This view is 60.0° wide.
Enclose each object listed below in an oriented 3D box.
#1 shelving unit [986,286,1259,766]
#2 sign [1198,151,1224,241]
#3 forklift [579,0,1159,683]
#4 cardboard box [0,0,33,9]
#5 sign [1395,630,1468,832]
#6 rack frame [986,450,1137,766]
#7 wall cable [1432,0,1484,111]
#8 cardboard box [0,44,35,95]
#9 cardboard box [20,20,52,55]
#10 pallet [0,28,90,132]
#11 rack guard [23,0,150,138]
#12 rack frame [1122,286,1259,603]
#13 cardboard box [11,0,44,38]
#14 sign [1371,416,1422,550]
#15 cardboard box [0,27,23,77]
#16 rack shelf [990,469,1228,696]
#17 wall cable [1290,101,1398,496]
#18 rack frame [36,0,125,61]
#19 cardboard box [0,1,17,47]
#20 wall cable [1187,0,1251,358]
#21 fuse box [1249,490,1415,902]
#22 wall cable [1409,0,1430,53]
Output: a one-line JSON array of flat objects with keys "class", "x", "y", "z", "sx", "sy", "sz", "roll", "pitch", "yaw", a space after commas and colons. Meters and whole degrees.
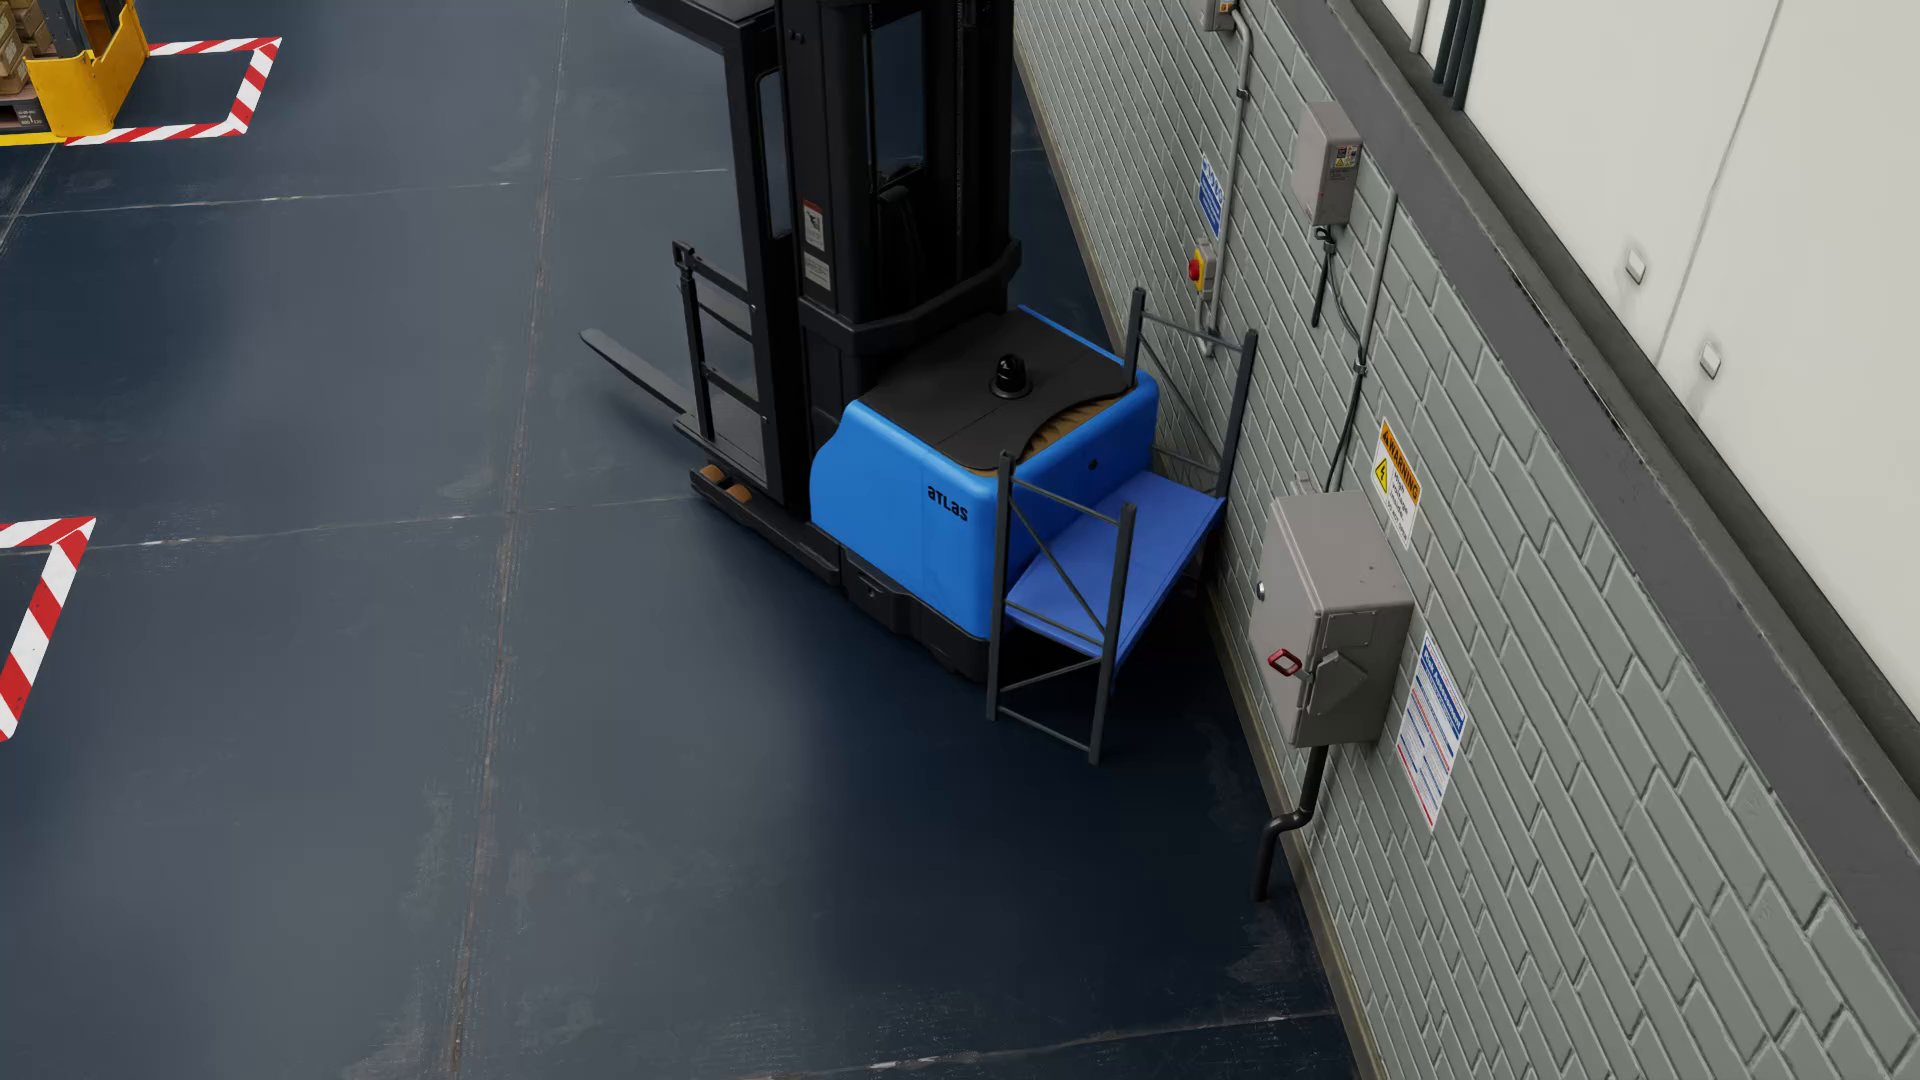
[{"class": "shelving unit", "x": 0.596, "y": -0.015, "z": 6.359, "sx": 0.538, "sy": 1.500, "sz": 1.048, "roll": 24, "pitch": 51, "yaw": 19}, {"class": "sign", "x": 0.982, "y": -1.349, "z": 6.516, "sx": 0.001, "sy": 0.218, "sz": 0.327, "roll": -5, "pitch": 42, "yaw": -6}, {"class": "forklift", "x": -0.590, "y": -1.394, "z": 6.818, "sx": 1.130, "sy": 2.935, "sz": 3.031, "roll": -34, "pitch": 52, "yaw": -32}, {"class": "cardboard box", "x": -5.966, "y": -3.484, "z": 10.454, "sx": 0.250, "sy": 0.149, "sz": 0.380, "roll": -7, "pitch": 42, "yaw": -7}, {"class": "sign", "x": 1.325, "y": 0.541, "z": 4.692, "sx": 0.001, "sy": 0.494, "sz": 0.329, "roll": -5, "pitch": 42, "yaw": -6}, {"class": "rack frame", "x": 0.341, "y": 0.306, "z": 6.059, "sx": 0.500, "sy": 1.500, "sz": 0.032, "roll": 24, "pitch": 51, "yaw": 19}, {"class": "wall cable", "x": 1.362, "y": -1.276, "z": 2.129, "sx": 0.133, "sy": 3.039, "sz": 2.988, "roll": -5, "pitch": 42, "yaw": -6}, {"class": "cardboard box", "x": -5.897, "y": -2.898, "z": 10.250, "sx": 0.250, "sy": 0.149, "sz": 0.380, "roll": -4, "pitch": 42, "yaw": -5}, {"class": "cardboard box", "x": -5.964, "y": -3.250, "z": 10.639, "sx": 0.250, "sy": 0.149, "sz": 0.380, "roll": -4, "pitch": 42, "yaw": -5}, {"class": "pallet", "x": -6.288, "y": -2.896, "z": 10.514, "sx": 1.213, "sy": 0.211, "sz": 1.003, "roll": -5, "pitch": 42, "yaw": -6}, {"class": "rack guard", "x": -5.478, "y": -3.050, "z": 10.470, "sx": 0.348, "sy": 0.500, "sz": 1.175, "roll": -5, "pitch": 42, "yaw": -6}, {"class": "rack frame", "x": 0.851, "y": -0.337, "z": 6.659, "sx": 0.500, "sy": 1.500, "sz": 0.032, "roll": 24, "pitch": 51, "yaw": 19}, {"class": "cardboard box", "x": -5.955, "y": -3.318, "z": 10.493, "sx": 0.250, "sy": 0.149, "sz": 0.380, "roll": -3, "pitch": 42, "yaw": -4}, {"class": "sign", "x": 1.253, "y": -0.165, "z": 4.788, "sx": 0.001, "sy": 0.242, "sz": 0.339, "roll": -5, "pitch": 42, "yaw": -6}, {"class": "cardboard box", "x": -5.889, "y": -2.958, "z": 10.093, "sx": 0.250, "sy": 0.149, "sz": 0.380, "roll": -6, "pitch": 42, "yaw": -7}, {"class": "rack shelf", "x": 0.593, "y": 0.106, "z": 6.492, "sx": 0.538, "sy": 0.185, "sz": 1.000, "roll": 24, "pitch": 51, "yaw": 19}, {"class": "wall cable", "x": 1.123, "y": -0.648, "z": 5.181, "sx": 0.122, "sy": 1.984, "sz": 0.588, "roll": -5, "pitch": 42, "yaw": -6}, {"class": "rack frame", "x": -5.402, "y": -3.985, "z": 9.640, "sx": 0.127, "sy": 3.000, "sz": 1.000, "roll": -5, "pitch": 42, "yaw": -6}, {"class": "cardboard box", "x": -5.895, "y": -3.089, "z": 10.017, "sx": 0.250, "sy": 0.149, "sz": 0.380, "roll": -5, "pitch": 42, "yaw": -5}, {"class": "wall cable", "x": 0.928, "y": -1.601, "z": 6.214, "sx": 0.123, "sy": 1.953, "sz": 0.585, "roll": -5, "pitch": 42, "yaw": -6}, {"class": "fuse box", "x": 1.055, "y": 0.674, "z": 5.436, "sx": 0.414, "sy": 1.711, "sz": 0.539, "roll": -5, "pitch": 42, "yaw": -6}, {"class": "wall cable", "x": 1.038, "y": -3.116, "z": 4.196, "sx": 0.029, "sy": 3.000, "sz": 2.355, "roll": -5, "pitch": 42, "yaw": -6}]
